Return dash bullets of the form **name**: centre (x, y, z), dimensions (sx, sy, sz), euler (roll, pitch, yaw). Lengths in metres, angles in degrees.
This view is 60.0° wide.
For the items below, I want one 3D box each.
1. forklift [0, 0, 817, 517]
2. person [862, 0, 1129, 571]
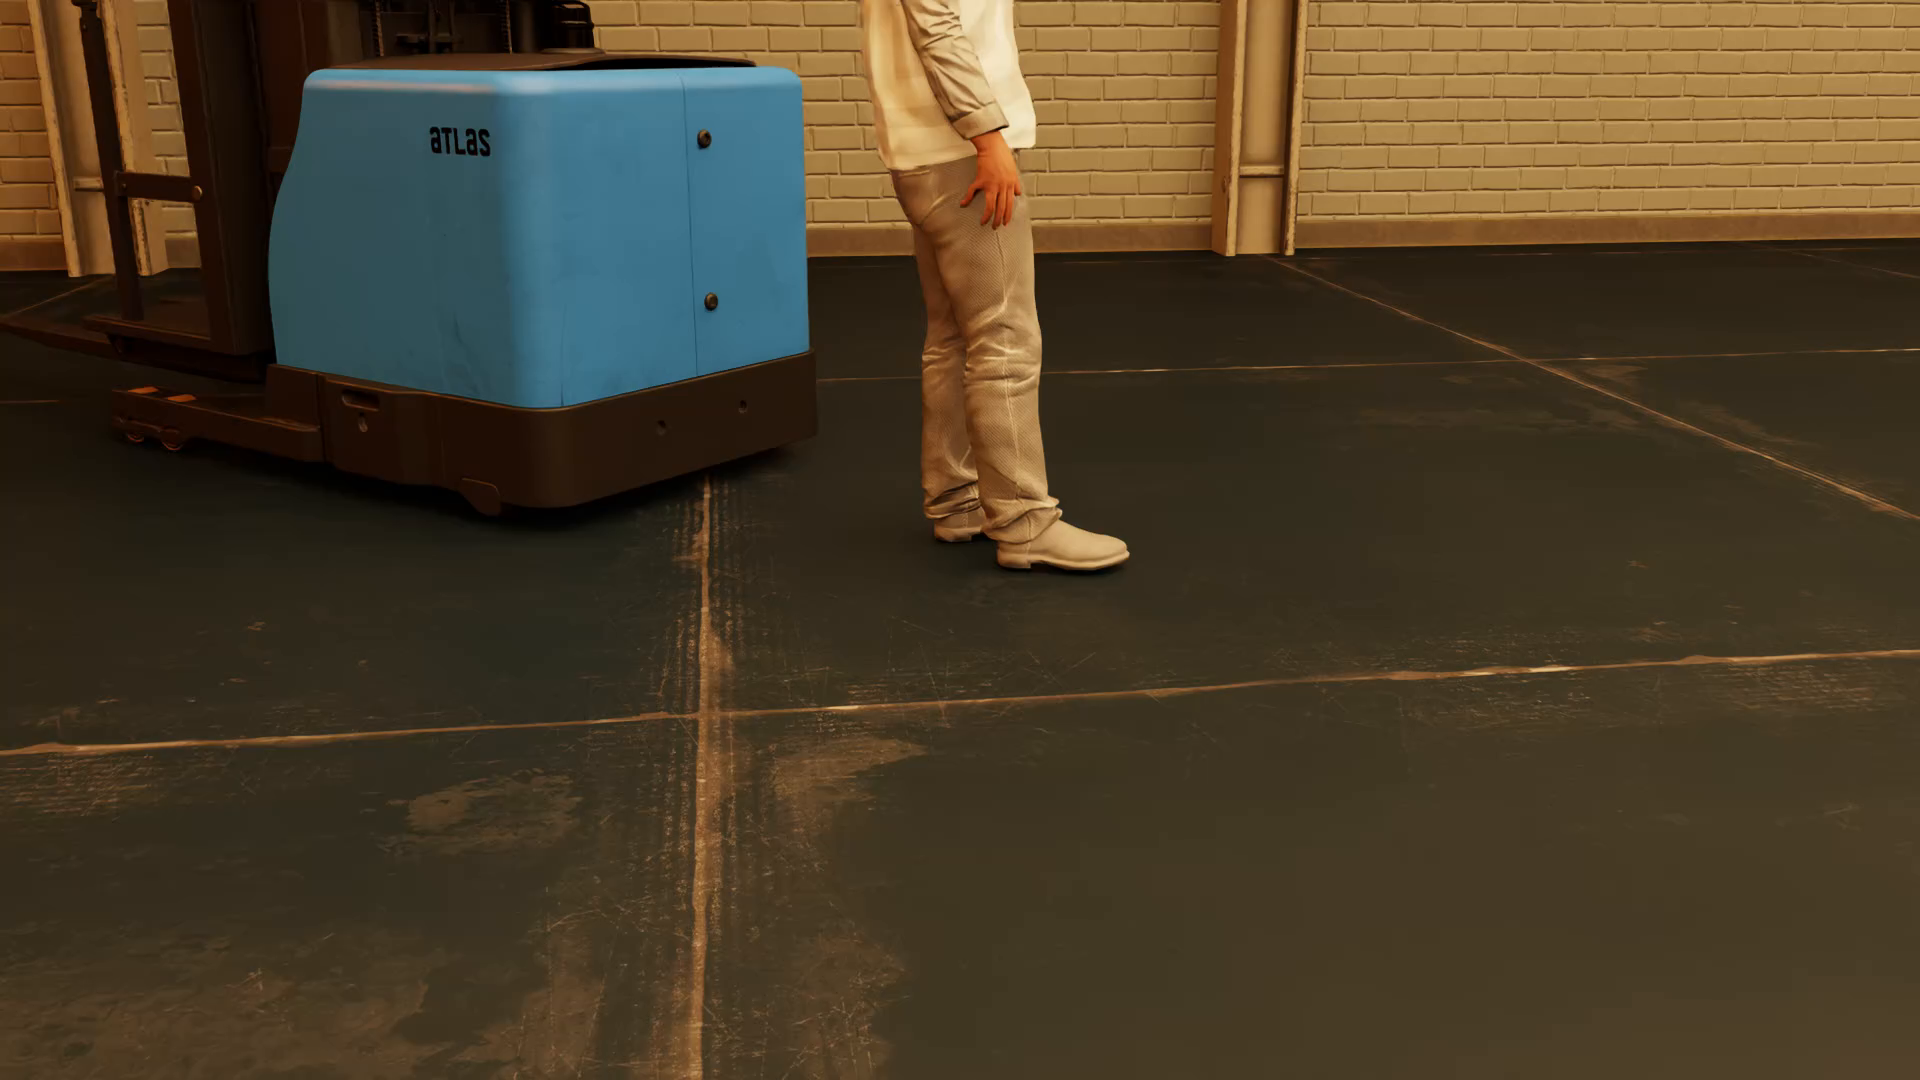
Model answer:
- **forklift**: centre (-1.905, -1.771, 4.765), dimensions (3.031, 2.935, 1.130), euler (11, 20, 33)
- **person**: centre (0.066, -0.857, 3.720), dimensions (0.563, 1.773, 0.647), euler (-2, 17, -7)
